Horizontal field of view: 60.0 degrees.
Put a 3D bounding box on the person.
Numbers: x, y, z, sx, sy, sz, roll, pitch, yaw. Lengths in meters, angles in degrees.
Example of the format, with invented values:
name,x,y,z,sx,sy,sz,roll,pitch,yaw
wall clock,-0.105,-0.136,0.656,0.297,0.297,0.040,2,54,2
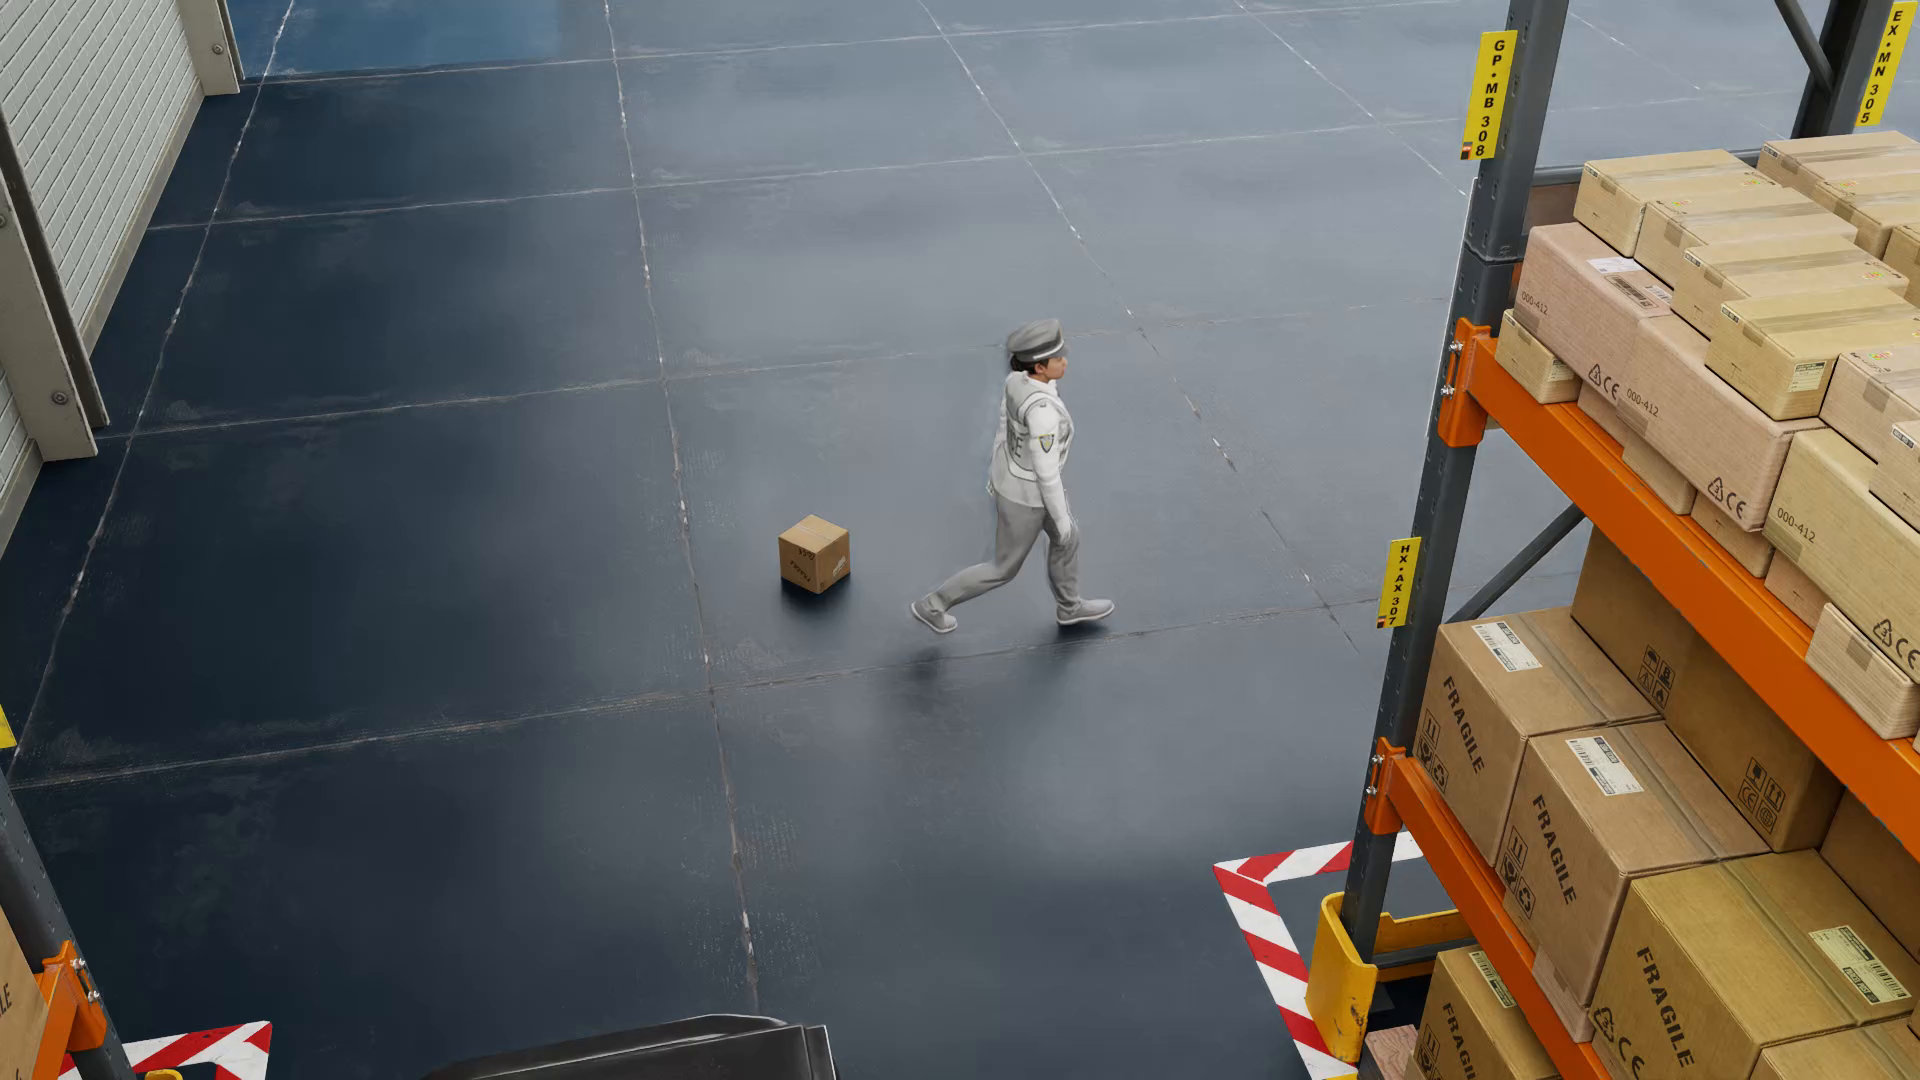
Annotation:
name,x,y,z,sx,sy,sz,roll,pitch,yaw
person,0.255,-0.237,7.481,0.999,1.628,0.552,-4,35,-5
